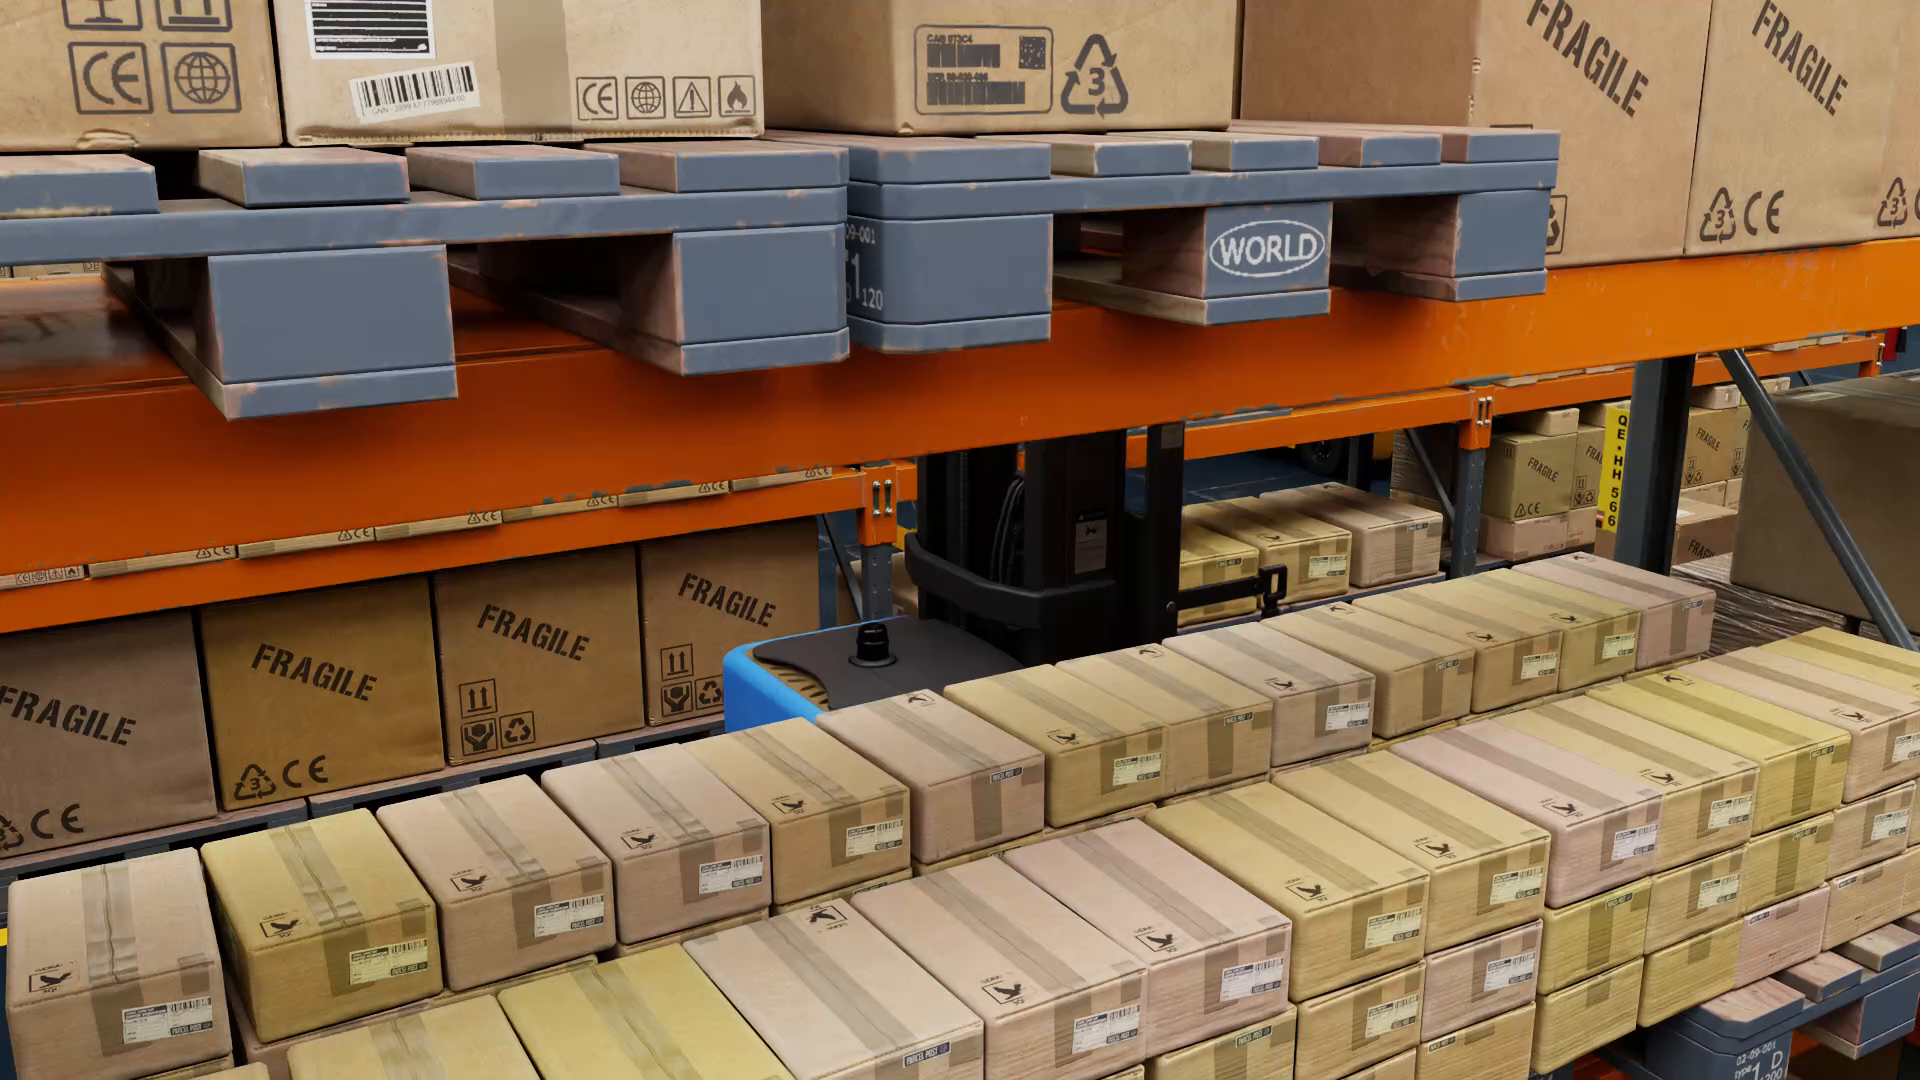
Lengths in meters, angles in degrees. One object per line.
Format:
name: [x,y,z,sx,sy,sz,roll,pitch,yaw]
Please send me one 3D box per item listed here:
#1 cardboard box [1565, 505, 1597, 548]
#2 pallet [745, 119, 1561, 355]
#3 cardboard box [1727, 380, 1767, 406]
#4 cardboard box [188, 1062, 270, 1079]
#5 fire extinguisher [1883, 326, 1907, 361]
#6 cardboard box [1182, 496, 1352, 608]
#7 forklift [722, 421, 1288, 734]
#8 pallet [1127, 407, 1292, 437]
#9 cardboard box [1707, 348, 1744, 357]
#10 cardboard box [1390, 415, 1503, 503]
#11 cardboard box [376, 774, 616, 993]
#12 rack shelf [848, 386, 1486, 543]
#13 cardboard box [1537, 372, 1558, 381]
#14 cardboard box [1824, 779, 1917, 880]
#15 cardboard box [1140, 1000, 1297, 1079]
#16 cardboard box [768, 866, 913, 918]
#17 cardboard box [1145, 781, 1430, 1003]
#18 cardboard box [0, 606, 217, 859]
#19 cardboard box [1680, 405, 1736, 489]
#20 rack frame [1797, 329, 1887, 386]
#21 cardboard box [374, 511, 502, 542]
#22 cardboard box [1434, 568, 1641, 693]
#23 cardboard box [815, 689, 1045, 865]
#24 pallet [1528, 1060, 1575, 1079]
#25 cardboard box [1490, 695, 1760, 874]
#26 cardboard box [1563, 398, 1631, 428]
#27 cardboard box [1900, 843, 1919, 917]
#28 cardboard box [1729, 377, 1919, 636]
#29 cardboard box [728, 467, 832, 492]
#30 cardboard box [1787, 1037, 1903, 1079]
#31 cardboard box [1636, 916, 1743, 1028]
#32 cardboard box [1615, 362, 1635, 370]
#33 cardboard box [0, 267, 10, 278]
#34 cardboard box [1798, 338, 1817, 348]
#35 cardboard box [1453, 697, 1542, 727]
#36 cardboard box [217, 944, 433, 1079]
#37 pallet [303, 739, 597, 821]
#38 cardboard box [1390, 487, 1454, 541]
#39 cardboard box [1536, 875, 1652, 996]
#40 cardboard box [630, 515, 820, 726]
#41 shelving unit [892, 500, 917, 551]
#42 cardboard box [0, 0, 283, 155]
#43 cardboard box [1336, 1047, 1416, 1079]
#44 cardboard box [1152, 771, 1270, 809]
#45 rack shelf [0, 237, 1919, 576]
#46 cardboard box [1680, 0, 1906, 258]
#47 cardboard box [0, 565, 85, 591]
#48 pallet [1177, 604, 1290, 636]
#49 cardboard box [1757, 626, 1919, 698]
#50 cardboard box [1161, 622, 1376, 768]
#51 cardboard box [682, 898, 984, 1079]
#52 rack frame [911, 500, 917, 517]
cardboard box: [3.898,-0.156,10.723,0.500,0.250,0.500,-8,18,-27]
pallet: [0.051,-0.498,2.418,1.003,0.211,1.213,-9,18,-30]
cardboard box: [5.181,-1.016,11.202,0.250,0.149,0.380,-9,18,-29]
cardboard box: [-0.846,0.746,1.775,0.250,0.149,0.380,-8,18,-27]
fire extinguisher: [6.566,-1.609,11.736,0.183,0.674,0.296,-9,18,-30]
cardboard box: [1.739,0.056,9.742,0.625,0.372,0.950,-8,18,-26]
forklift: [0.653,-0.082,6.271,3.031,2.935,1.130,-9,18,-30]
pallet: [1.048,-0.817,9.123,1.213,0.211,1.003,-9,18,-30]
cardboard box: [4.960,-1.321,11.029,0.250,0.149,0.380,-9,18,-30]
cardboard box: [3.170,-0.565,10.793,0.500,0.500,0.500,-9,18,-30]
cardboard box: [-0.724,0.521,2.580,0.250,0.149,0.380,-10,18,-31]
rack shelf: [1.087,-0.557,9.171,4.000,0.370,1.077,-9,18,-30]
cardboard box: [3.427,-1.077,10.159,0.250,0.149,0.380,-9,18,-28]
cardboard box: [1.592,0.493,3.229,0.250,0.149,0.380,-8,18,-28]
cardboard box: [0.277,0.706,2.470,0.250,0.149,0.380,-10,18,-31]
cardboard box: [-0.286,0.591,2.879,0.250,0.149,0.380,-10,19,-33]
cardboard box: [0.492,0.528,2.554,0.250,0.149,0.380,-9,18,-28]
cardboard box: [-3.566,0.647,6.702,0.875,0.875,0.875,-9,18,-28]
cardboard box: [4.796,-0.663,11.143,0.500,0.500,0.500,-10,18,-31]
rack frame: [6.230,-1.737,12.049,0.127,3.000,1.000,-9,18,-30]
cardboard box: [-2.219,-0.204,6.858,0.500,0.250,0.500,-10,18,-31]
cardboard box: [1.284,0.196,3.738,0.250,0.149,0.380,-10,18,-31]
cardboard box: [-0.059,0.413,2.965,0.250,0.149,0.380,-10,19,-32]
pallet: [0.333,0.883,3.057,1.213,0.211,1.003,-9,18,-30]
cardboard box: [1.157,0.422,2.934,0.250,0.149,0.380,-9,18,-28]
cardboard box: [4.024,-0.827,10.529,0.250,0.149,0.380,-8,18,-28]
cardboard box: [1.822,0.600,3.399,0.250,0.149,0.380,-9,18,-29]
cardboard box: [2.399,-0.083,4.112,0.500,0.500,0.700,-9,18,-30]
cardboard box: [-0.927,-0.422,7.637,0.500,0.250,0.500,-10,18,-32]
cardboard box: [2.577,1.324,4.521,0.750,0.750,1.050,-9,18,-30]
cardboard box: [1.173,0.704,3.029,0.250,0.149,0.380,-9,18,-30]
cardboard box: [4.081,-1.191,10.568,0.250,0.149,0.380,-9,18,-30]
cardboard box: [-6.086,-1.483,10.178,0.500,0.500,0.700,-9,18,-28]
cardboard box: [5.629,-1.423,11.394,0.250,0.149,0.380,-10,18,-31]
cardboard box: [1.032,0.379,3.638,0.250,0.149,0.380,-10,18,-31]
cardboard box: [-0.955,0.700,2.492,0.250,0.149,0.380,-9,18,-29]
pallet: [-2.386,0.978,7.528,1.213,0.211,1.003,-9,18,-30]
cardboard box: [3.170,-0.204,10.895,0.500,0.250,0.500,-8,18,-27]
cardboard box: [0.938,0.599,2.851,0.250,0.149,0.380,-9,18,-30]
cardboard box: [-1.262,0.273,8.038,0.875,0.875,0.875,-9,18,-30]
shelving unit: [0.065,-0.733,11.245,1.083,1.500,0.587,-9,18,-30]
cardboard box: [-1.039,-0.660,1.685,0.500,0.500,0.700,-9,18,-30]
cardboard box: [0.489,0.816,2.630,0.250,0.149,0.380,-10,19,-32]
cardboard box: [0.388,0.482,3.270,0.250,0.149,0.380,-9,18,-30]
rack shelf: [0.294,-0.314,2.747,4.000,0.370,1.077,-9,18,-30]
cardboard box: [1.228,-0.775,2.876,0.500,0.500,0.500,-9,18,-30]
cardboard box: [-3.543,0.003,6.119,0.500,0.250,0.500,-10,18,-31]
pallet: [1.088,0.441,9.445,1.213,0.211,1.003,-9,18,-30]
cardboard box: [1.825,0.313,3.322,0.250,0.149,0.380,-10,19,-32]
cardboard box: [0.613,0.304,3.354,0.250,0.149,0.380,-8,18,-27]
cardboard box: [-0.173,0.637,2.165,0.250,0.149,0.380,-9,18,-30]
rack frame: [-0.363,-0.663,10.998,0.032,1.500,0.500,-9,18,-30]
